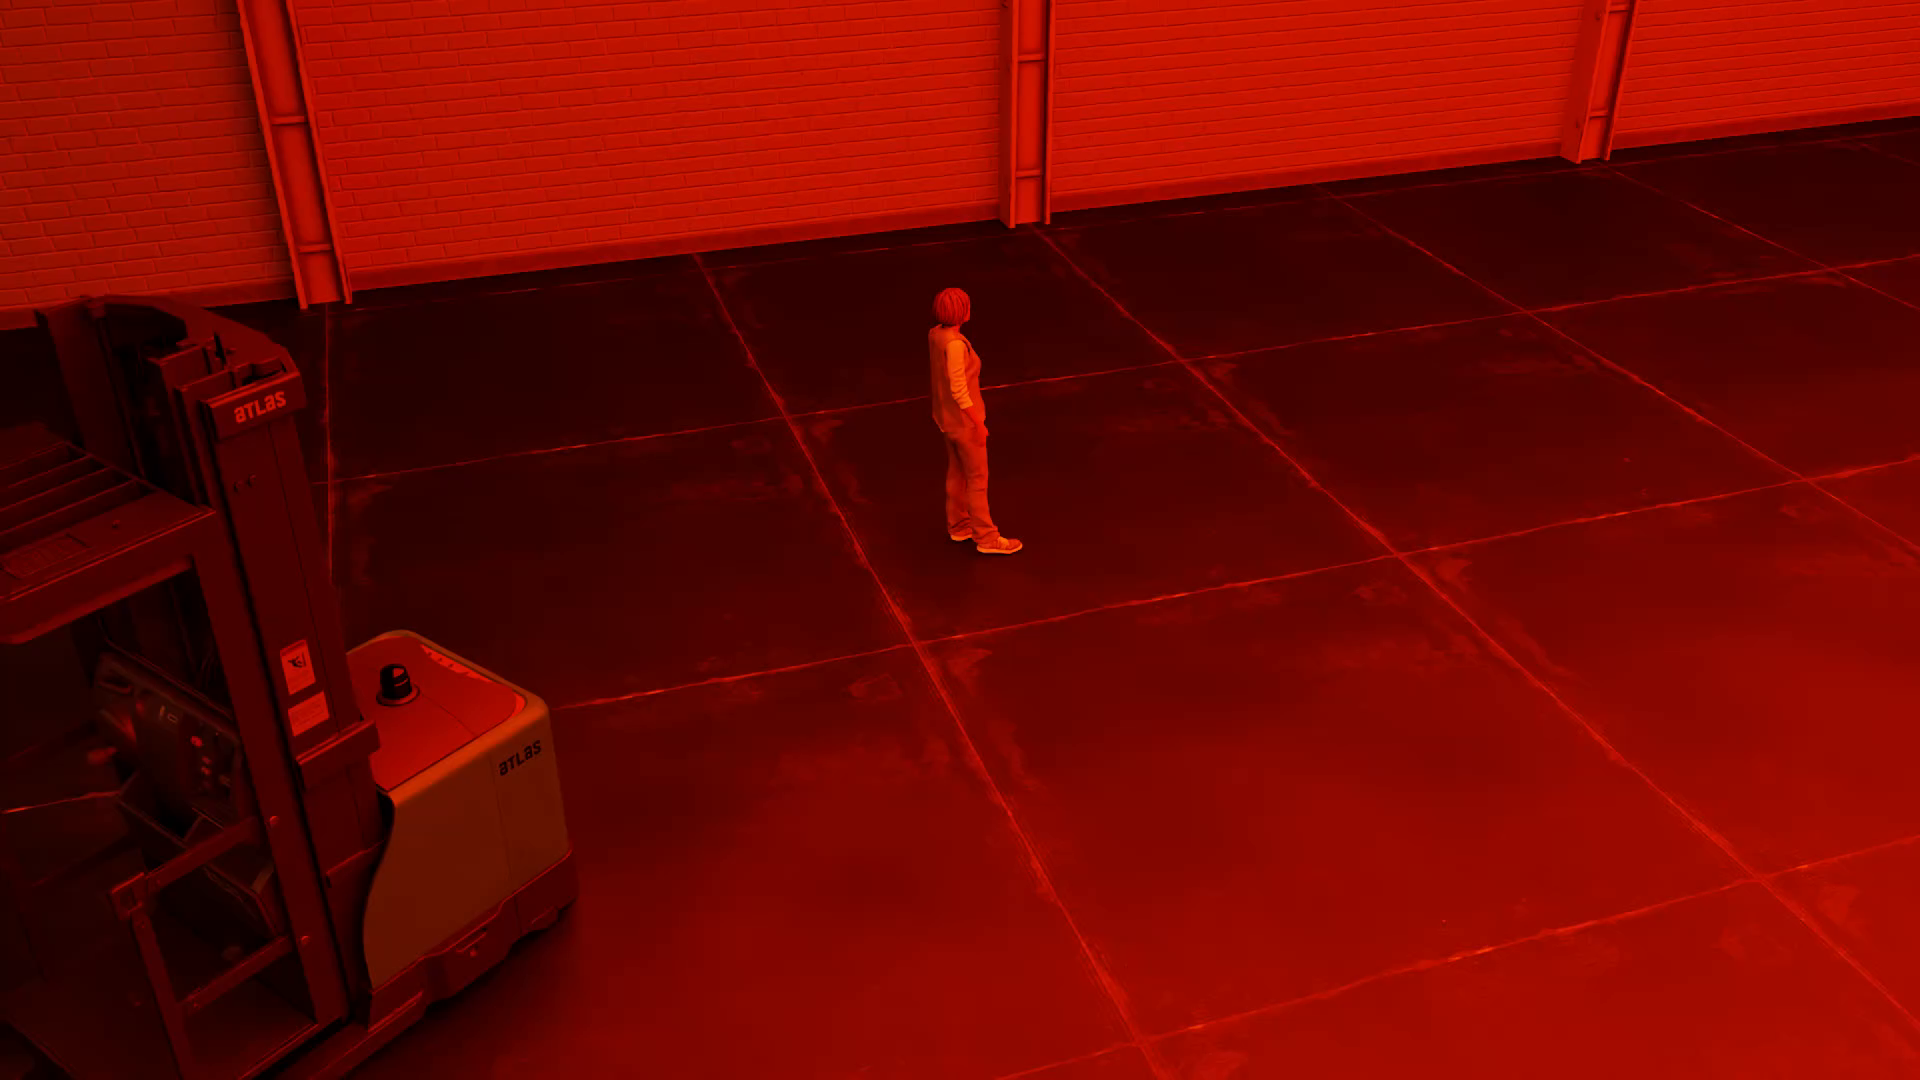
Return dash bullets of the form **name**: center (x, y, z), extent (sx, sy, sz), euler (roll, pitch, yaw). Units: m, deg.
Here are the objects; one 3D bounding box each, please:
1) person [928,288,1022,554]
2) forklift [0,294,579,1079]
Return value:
- **person**: center (0.074, -0.703, 9.632), extent (0.475, 1.597, 0.520), euler (-10, 31, -16)
- **forklift**: center (-2.939, 0.760, 5.767), extent (1.130, 2.935, 3.031), euler (20, 36, 31)
